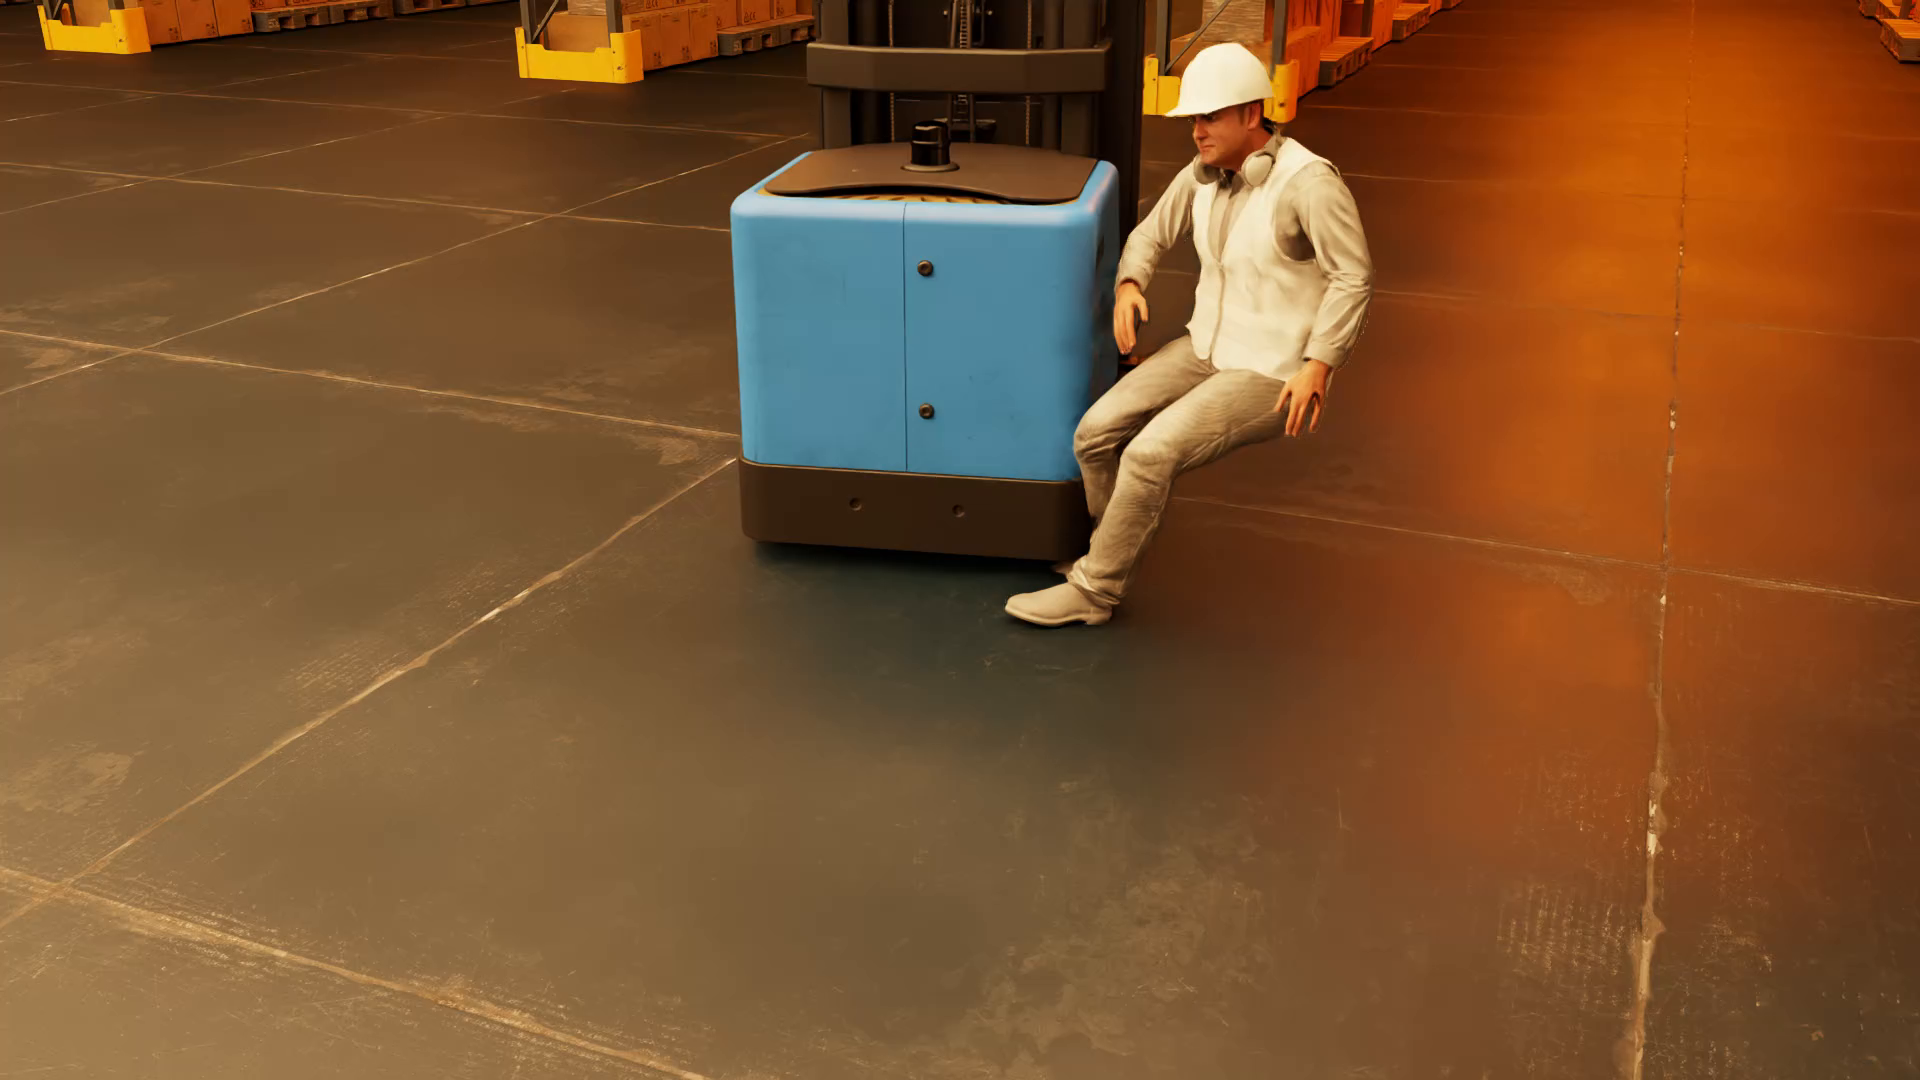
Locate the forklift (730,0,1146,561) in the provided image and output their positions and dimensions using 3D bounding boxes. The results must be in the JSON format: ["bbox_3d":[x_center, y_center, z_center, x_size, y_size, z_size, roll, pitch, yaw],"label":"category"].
[{"bbox_3d":[0.105,-1.828,5.666,1.130,2.935,3.031,4,23,9],"label":"forklift"}]

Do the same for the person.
[{"bbox_3d":[0.575,-0.495,4.407,0.921,1.565,0.784,-14,27,-31],"label":"person"}]
